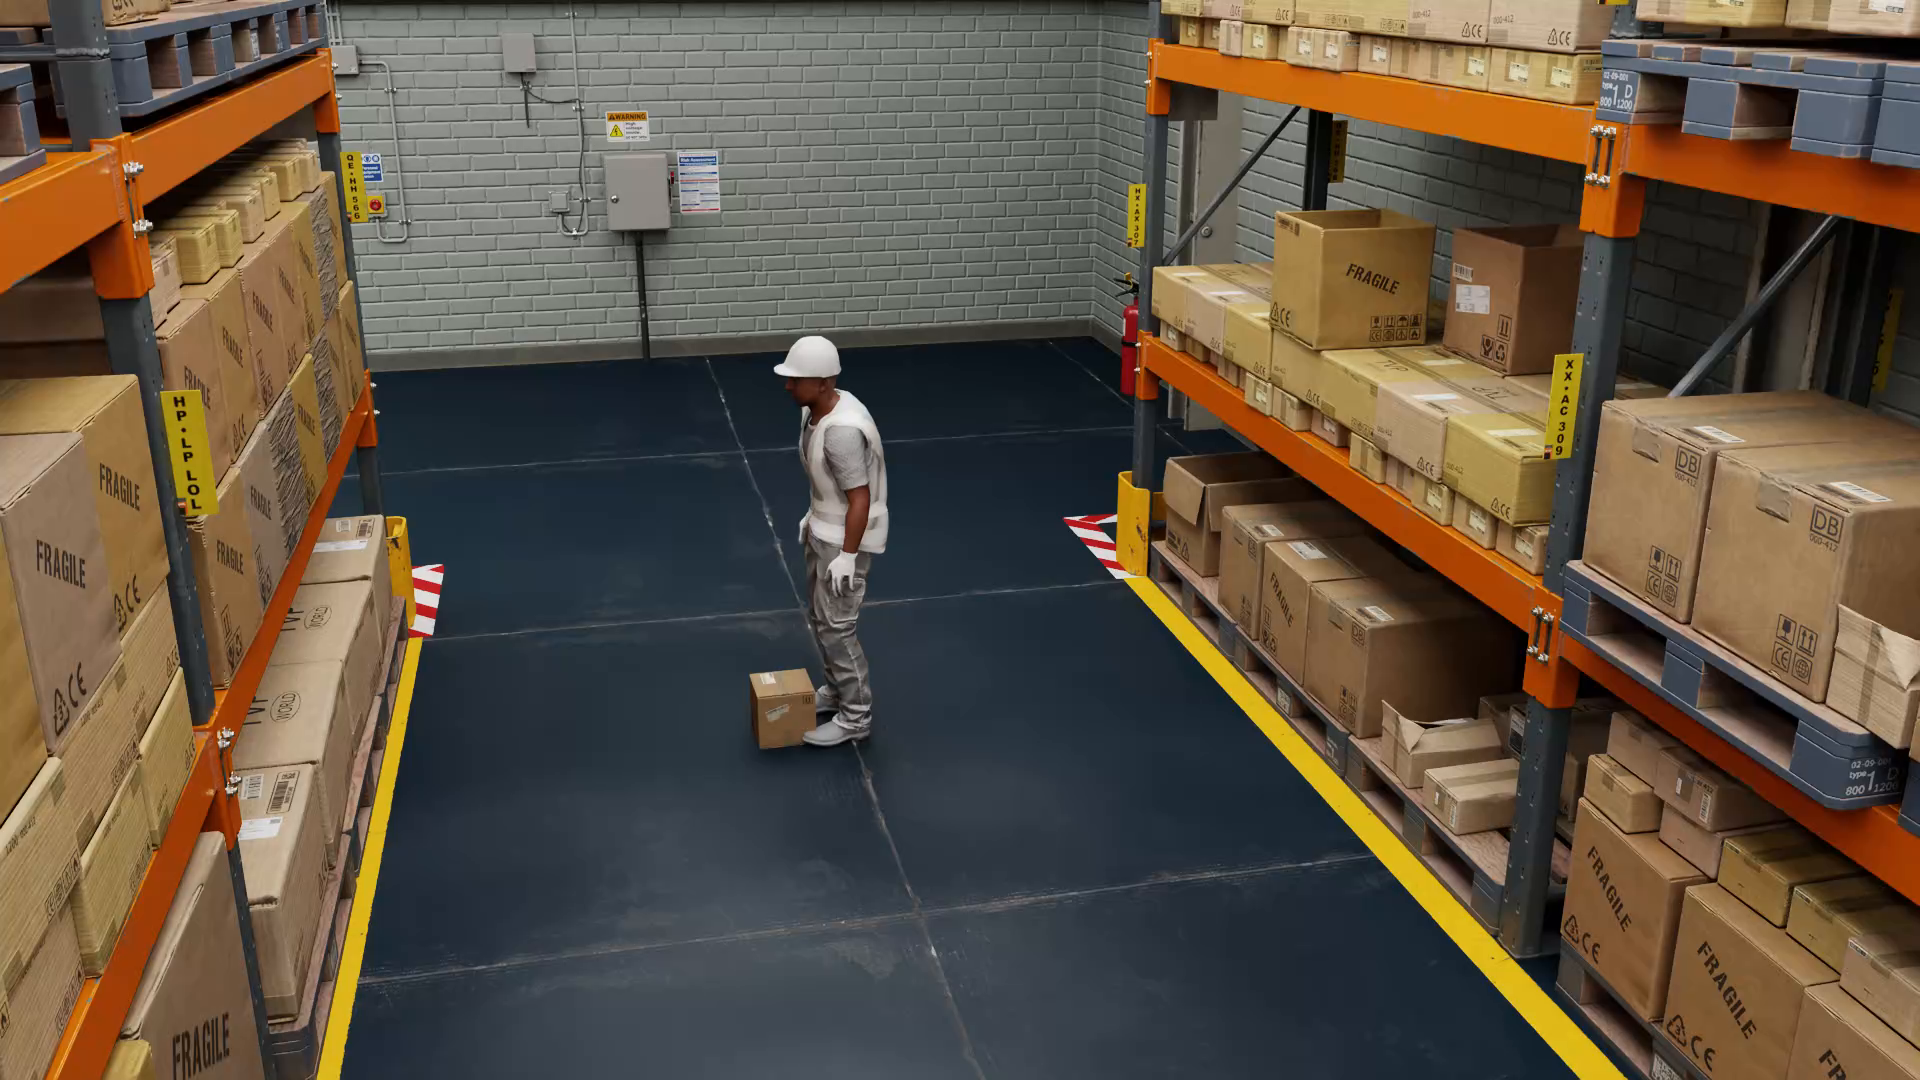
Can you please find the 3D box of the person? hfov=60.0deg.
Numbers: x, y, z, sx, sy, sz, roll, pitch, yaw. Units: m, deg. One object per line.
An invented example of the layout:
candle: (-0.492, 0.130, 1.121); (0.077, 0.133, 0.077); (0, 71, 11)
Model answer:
person: (-0.543, 0.001, 7.053); (0.451, 1.772, 0.627); (-6, 20, -16)
